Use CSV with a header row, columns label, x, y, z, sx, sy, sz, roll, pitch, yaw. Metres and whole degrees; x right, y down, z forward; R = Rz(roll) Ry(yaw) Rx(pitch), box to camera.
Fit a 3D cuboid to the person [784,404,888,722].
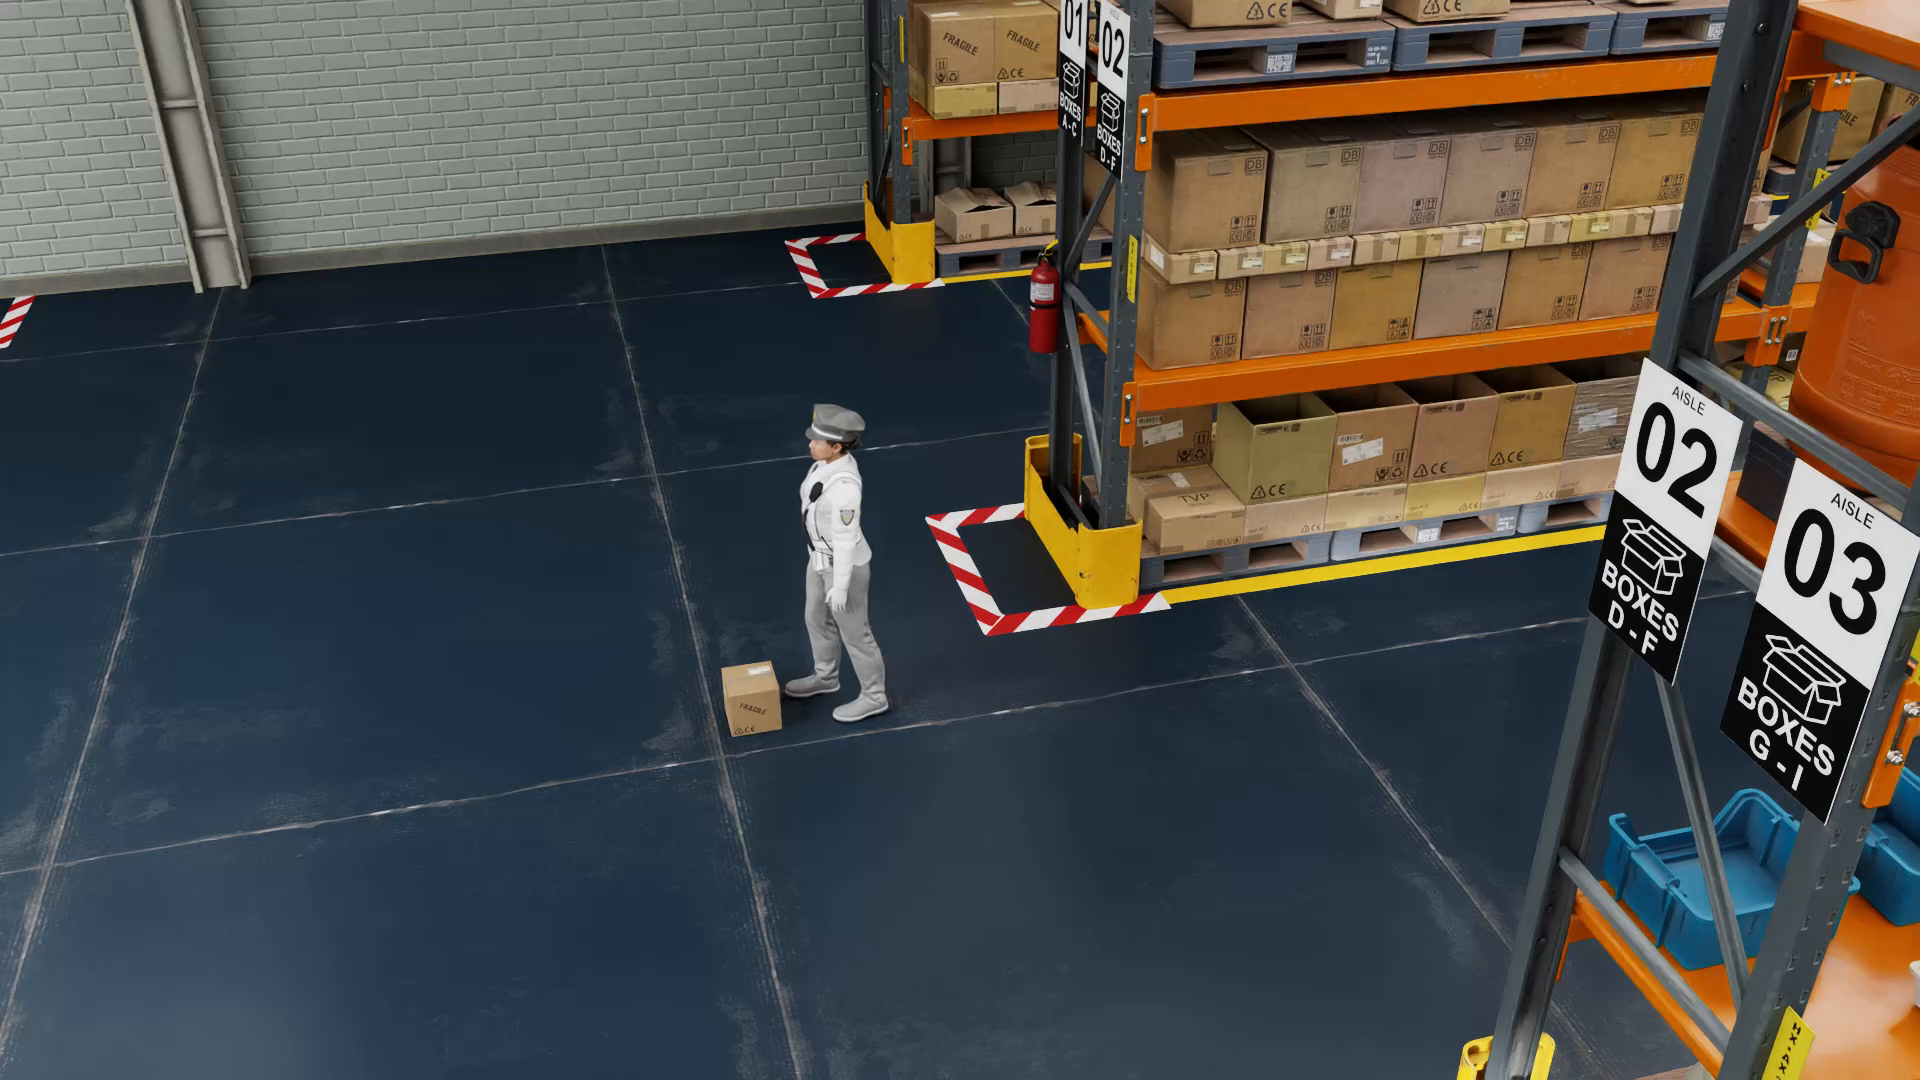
label,x,y,z,sx,sy,sz,roll,pitch,yaw
person,-0.624,0.120,8.008,0.487,1.679,0.476,-7,31,-12
